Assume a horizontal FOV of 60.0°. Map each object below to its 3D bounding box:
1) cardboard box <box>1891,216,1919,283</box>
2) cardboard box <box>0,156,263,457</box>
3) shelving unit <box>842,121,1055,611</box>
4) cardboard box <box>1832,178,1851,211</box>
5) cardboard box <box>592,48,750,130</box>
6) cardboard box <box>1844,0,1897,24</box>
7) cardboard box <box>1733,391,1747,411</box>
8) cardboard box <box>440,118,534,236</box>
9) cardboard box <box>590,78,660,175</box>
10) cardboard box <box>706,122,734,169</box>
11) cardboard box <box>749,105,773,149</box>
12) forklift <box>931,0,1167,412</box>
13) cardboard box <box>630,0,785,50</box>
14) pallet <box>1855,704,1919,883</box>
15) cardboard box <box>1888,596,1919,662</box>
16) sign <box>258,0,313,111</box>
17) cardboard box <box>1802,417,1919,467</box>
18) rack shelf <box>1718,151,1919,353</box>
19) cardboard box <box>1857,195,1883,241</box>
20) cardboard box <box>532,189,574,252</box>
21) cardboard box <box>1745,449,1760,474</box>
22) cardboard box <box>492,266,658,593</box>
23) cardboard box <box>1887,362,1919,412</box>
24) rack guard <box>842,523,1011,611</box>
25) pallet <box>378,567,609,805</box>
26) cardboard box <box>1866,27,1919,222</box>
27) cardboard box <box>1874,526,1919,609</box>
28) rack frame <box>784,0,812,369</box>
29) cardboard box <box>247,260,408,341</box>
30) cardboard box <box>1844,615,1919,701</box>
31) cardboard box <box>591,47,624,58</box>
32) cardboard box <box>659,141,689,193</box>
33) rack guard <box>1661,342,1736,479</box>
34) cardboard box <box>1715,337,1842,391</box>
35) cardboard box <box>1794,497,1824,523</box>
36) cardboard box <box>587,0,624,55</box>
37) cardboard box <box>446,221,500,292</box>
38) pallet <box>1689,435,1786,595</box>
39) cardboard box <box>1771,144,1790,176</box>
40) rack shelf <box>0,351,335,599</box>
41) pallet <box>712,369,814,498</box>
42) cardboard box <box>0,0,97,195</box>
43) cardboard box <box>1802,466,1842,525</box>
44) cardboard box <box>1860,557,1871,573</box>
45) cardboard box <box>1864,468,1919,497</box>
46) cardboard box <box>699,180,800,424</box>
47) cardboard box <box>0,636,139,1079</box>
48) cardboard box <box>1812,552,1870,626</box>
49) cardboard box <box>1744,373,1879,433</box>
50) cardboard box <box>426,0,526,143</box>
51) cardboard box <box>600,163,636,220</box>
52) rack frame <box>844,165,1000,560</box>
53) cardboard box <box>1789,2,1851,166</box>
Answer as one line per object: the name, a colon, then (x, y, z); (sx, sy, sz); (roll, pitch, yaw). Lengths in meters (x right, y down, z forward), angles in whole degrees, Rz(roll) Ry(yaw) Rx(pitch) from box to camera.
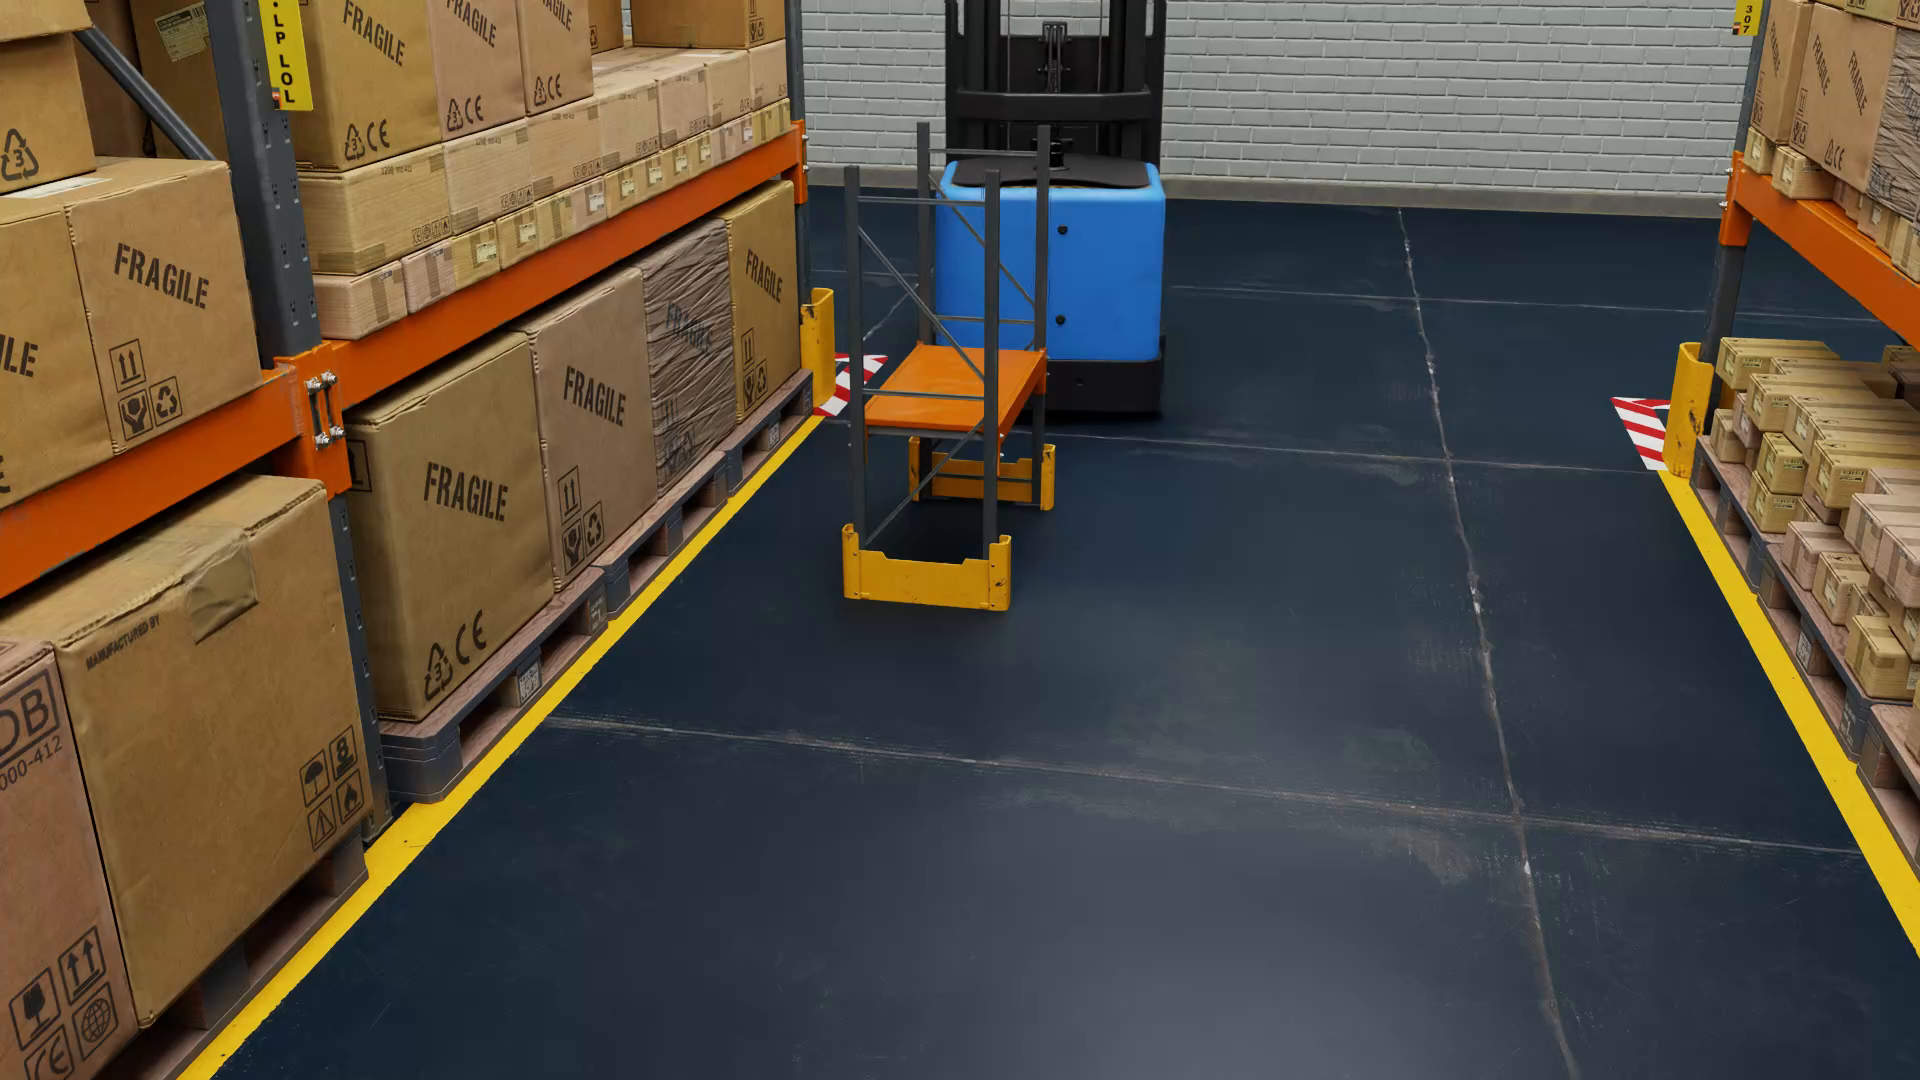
cardboard box: (2.888, -0.817, 4.704); (0.380, 0.149, 0.250); (5, 22, 12)
cardboard box: (-1.853, -0.504, 3.456); (0.500, 0.500, 0.500); (5, 22, 11)
shelving unit: (-0.016, -0.668, 6.004); (0.587, 1.500, 1.083); (4, 22, 11)
cardboard box: (3.202, -1.191, 5.633); (0.380, 0.149, 0.250); (6, 23, 13)
cardboard box: (-1.152, -1.798, 6.605); (0.500, 0.250, 0.500); (4, 22, 10)
cardboard box: (3.050, -1.828, 5.007); (0.500, 0.500, 0.500); (4, 22, 10)
cardboard box: (3.268, -0.536, 6.524); (0.380, 0.149, 0.250); (5, 23, 13)
cardboard box: (-1.566, -1.051, 4.751); (0.500, 0.250, 0.500); (4, 22, 11)
cardboard box: (-1.357, -1.421, 5.669); (0.500, 0.250, 0.500); (4, 22, 11)
cardboard box: (-1.115, -1.562, 6.553); (0.380, 0.149, 0.250); (5, 22, 12)
cardboard box: (-1.010, -1.745, 7.008); (0.380, 0.149, 0.250); (5, 22, 11)
forklift: (0.485, -2.451, 8.515); (1.130, 2.935, 3.031); (1, 22, 3)
cardboard box: (-1.051, -2.330, 6.923); (0.500, 0.500, 0.500); (5, 22, 12)
pallet: (2.913, 0.811, 4.058); (1.003, 0.211, 1.213); (4, 22, 11)
cardboard box: (2.824, 0.238, 4.604); (0.380, 0.149, 0.250); (5, 22, 12)
sign: (-1.491, -1.112, 3.656); (0.100, 0.325, 0.005); (4, 22, 11)
cardboard box: (3.036, -0.290, 5.516); (0.380, 0.149, 0.250); (5, 23, 13)
rack shelf: (3.218, -0.632, 4.871); (1.077, 0.370, 4.000); (4, 22, 11)
cardboard box: (3.045, -1.006, 5.173); (0.380, 0.149, 0.250); (4, 22, 10)
cardboard box: (-1.428, -0.998, 5.153); (0.380, 0.149, 0.250); (4, 22, 10)
cardboard box: (3.233, -0.300, 6.338); (0.380, 0.149, 0.250); (4, 22, 11)
cardboard box: (-1.628, -0.423, 5.671); (0.875, 0.875, 0.875); (4, 22, 11)
cardboard box: (3.659, -0.545, 6.150); (0.380, 0.149, 0.250); (5, 22, 12)
rack guard: (-0.117, 0.094, 5.785); (0.587, 0.250, 0.087); (4, 22, 11)
pallet: (-1.793, 0.372, 5.148); (1.003, 0.211, 1.213); (4, 22, 11)
cardboard box: (2.970, -1.176, 4.726); (0.500, 0.500, 0.500); (4, 22, 10)
cardboard box: (2.779, 0.084, 4.587); (0.380, 0.149, 0.250); (3, 22, 8)
rack frame: (-1.208, -2.112, 7.583); (1.000, 3.000, 0.127); (4, 22, 11)
cardboard box: (-1.639, -0.616, 4.204); (0.380, 0.149, 0.250); (5, 22, 11)
cardboard box: (2.768, 0.345, 4.735); (0.380, 0.149, 0.250); (4, 22, 11)
cardboard box: (-1.670, -1.835, 6.698); (0.500, 0.250, 0.500); (4, 22, 10)
cardboard box: (-1.218, -1.372, 6.081); (0.380, 0.149, 0.250); (5, 22, 11)
rack guard: (3.611, -0.510, 6.951); (1.175, 0.500, 0.348); (4, 22, 11)
cardboard box: (3.187, -0.680, 6.484); (0.380, 0.149, 0.250); (3, 22, 8)
cardboard box: (3.071, -0.023, 5.651); (0.380, 0.149, 0.250); (5, 22, 11)
cardboard box: (-1.673, -2.191, 6.577); (0.500, 0.500, 0.500); (4, 22, 10)
cardboard box: (-1.532, -0.808, 4.681); (0.380, 0.149, 0.250); (5, 23, 13)
pallet: (3.411, -0.082, 6.274); (1.003, 0.211, 1.213); (4, 22, 11)
cardboard box: (3.228, -1.391, 6.129); (0.380, 0.149, 0.250); (5, 23, 13)
rack shelf: (-2.433, 0.416, 2.269); (1.077, 0.370, 4.000); (4, 22, 11)
pallet: (-1.295, -0.520, 7.363); (1.003, 0.211, 1.213); (4, 22, 11)
cardboard box: (-2.147, -0.927, 3.163); (0.797, 0.503, 0.637); (4, 22, 10)
cardboard box: (3.074, -0.154, 5.576); (0.380, 0.149, 0.250); (3, 22, 8)
cardboard box: (2.994, 0.047, 5.078); (0.380, 0.149, 0.250); (6, 23, 13)
cardboard box: (2.980, -0.098, 5.039); (0.380, 0.149, 0.250); (5, 22, 11)
cardboard box: (-1.261, -1.081, 7.305); (0.875, 0.875, 0.875); (4, 22, 11)
cardboard box: (-2.317, 0.704, 2.873); (1.225, 0.875, 0.875); (4, 22, 9)
cardboard box: (2.904, 0.164, 5.184); (0.380, 0.149, 0.250); (4, 22, 11)
cardboard box: (3.072, -0.488, 6.007); (0.380, 0.149, 0.250); (4, 22, 11)
cardboard box: (-1.569, -1.401, 4.616); (0.500, 0.500, 0.500); (4, 22, 11)
cardboard box: (-1.322, -1.186, 5.619); (0.380, 0.149, 0.250); (4, 22, 9)
rack frame: (-0.121, -0.479, 5.534); (0.500, 1.500, 0.032); (4, 22, 11)
cardboard box: (3.180, -1.541, 5.632); (0.500, 0.500, 0.500); (5, 22, 11)
